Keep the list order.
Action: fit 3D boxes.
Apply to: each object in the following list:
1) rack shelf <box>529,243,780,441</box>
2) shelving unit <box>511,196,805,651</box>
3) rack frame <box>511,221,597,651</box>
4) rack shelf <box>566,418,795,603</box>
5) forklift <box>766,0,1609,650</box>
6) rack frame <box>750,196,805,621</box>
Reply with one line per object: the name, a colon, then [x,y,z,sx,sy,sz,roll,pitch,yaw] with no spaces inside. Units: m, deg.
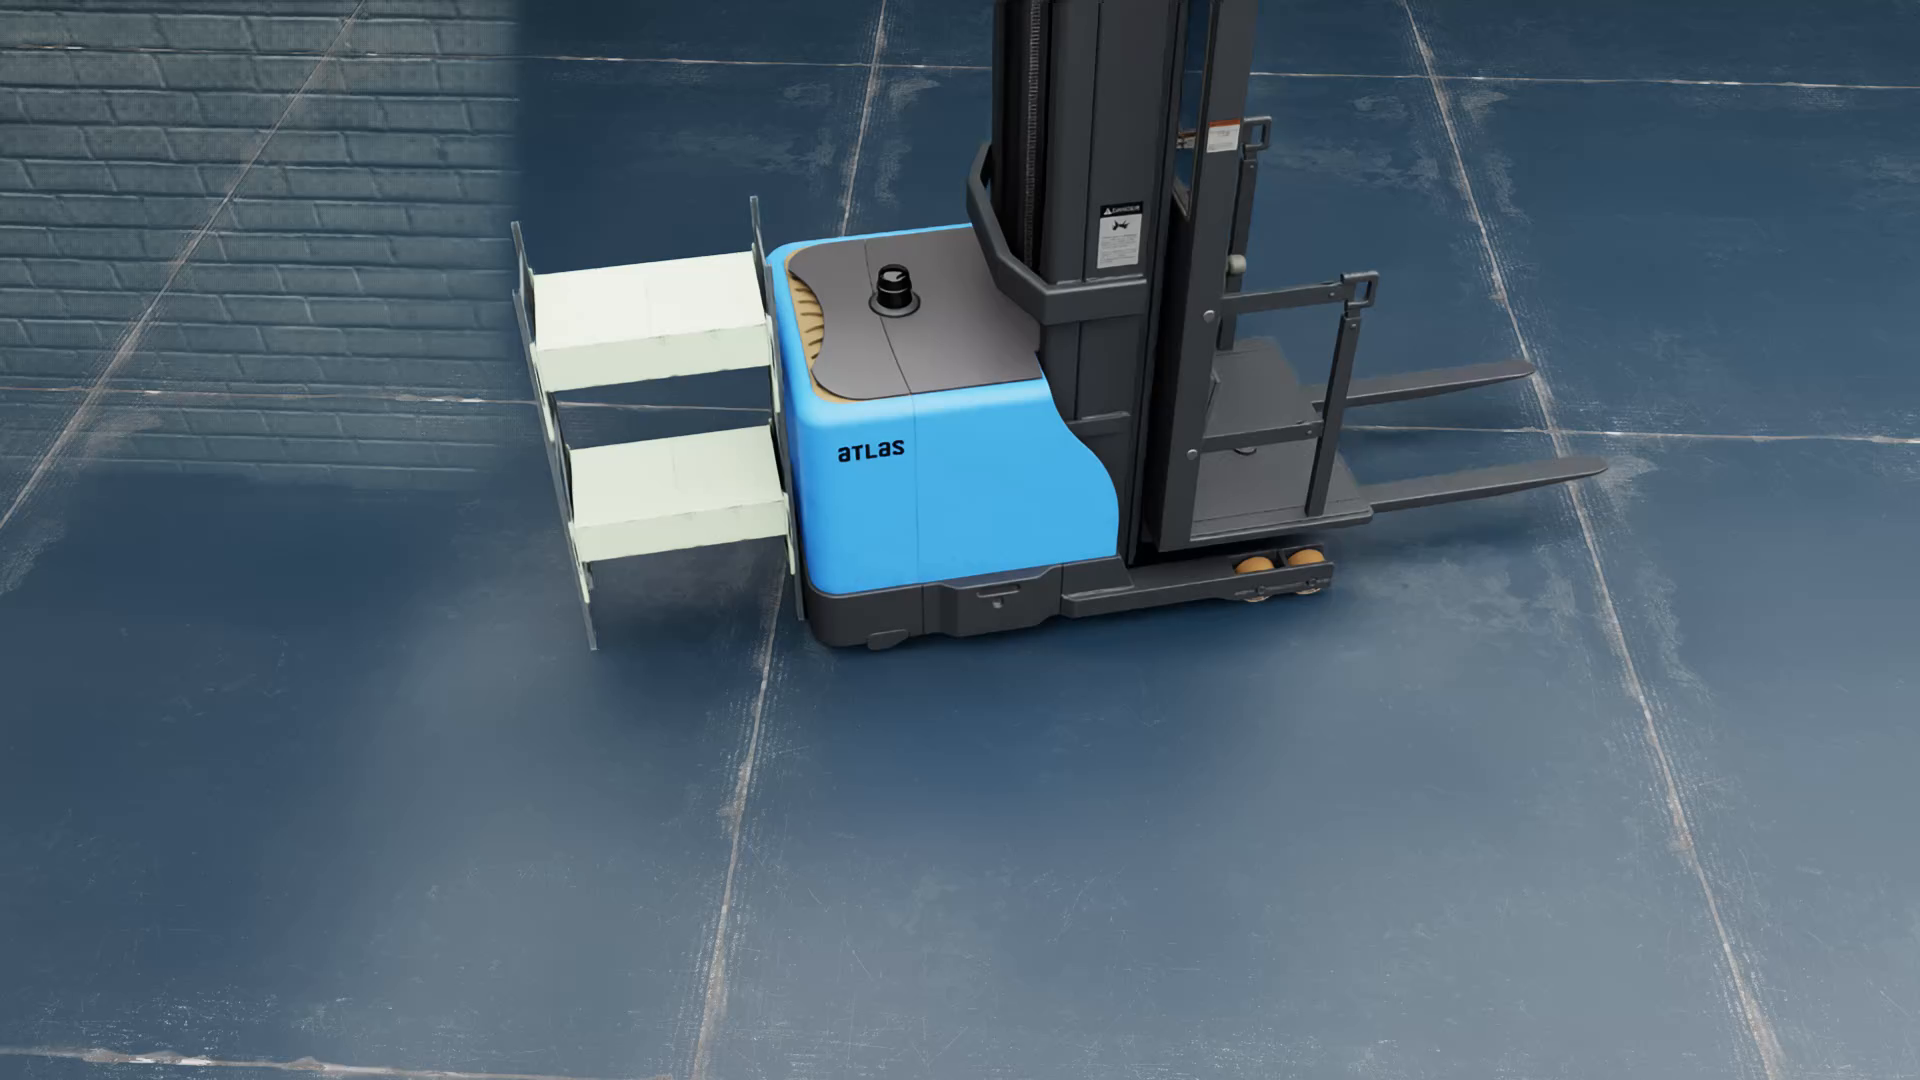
rack shelf: [-0.965,-0.629,5.253,0.720,0.370,0.431,-8,44,-8]
shelving unit: [-0.965,-0.344,5.519,0.755,1.500,0.431,-8,44,-8]
rack frame: [-1.323,-0.293,5.465,0.023,1.500,0.400,-8,44,-8]
rack shelf: [-0.965,-0.105,5.741,0.720,0.370,0.431,-8,44,-8]
forklift: [0.879,-1.195,5.383,3.031,2.935,1.130,-8,44,-8]
rack frame: [-0.606,-0.394,5.572,0.023,1.500,0.400,-8,44,-8]
